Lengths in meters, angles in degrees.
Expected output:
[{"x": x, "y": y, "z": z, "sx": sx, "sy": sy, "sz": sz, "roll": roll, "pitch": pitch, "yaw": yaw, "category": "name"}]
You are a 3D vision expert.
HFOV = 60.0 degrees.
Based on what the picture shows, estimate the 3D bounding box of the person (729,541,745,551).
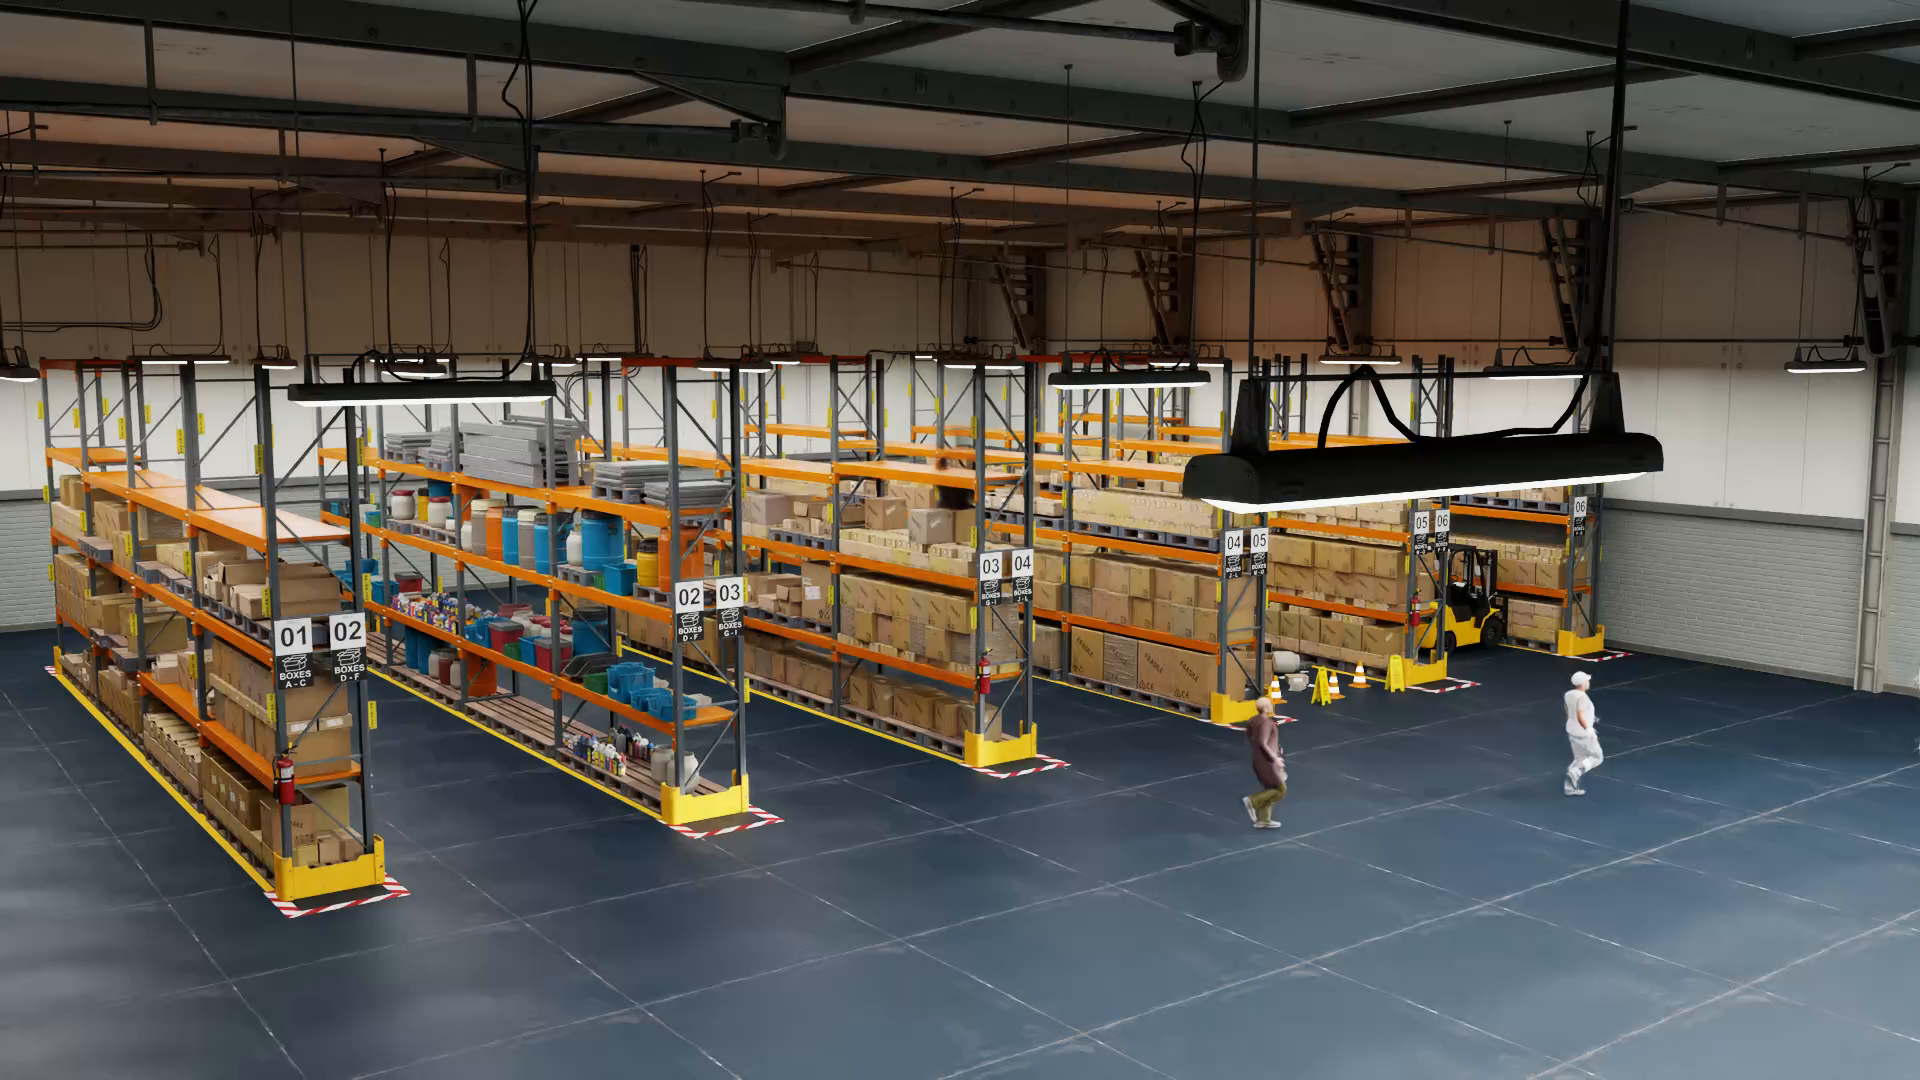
[{"x": -5.510, "y": 0.451, "z": 41.489, "sx": 0.939, "sy": 1.781, "sz": 0.754, "roll": -6, "pitch": 9, "yaw": -43, "category": "person"}]

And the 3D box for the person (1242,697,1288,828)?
[{"x": 3.939, "y": 2.894, "z": 21.571, "sx": 0.637, "sy": 1.733, "sz": 0.710, "roll": -1, "pitch": 7, "yaw": -10, "category": "person"}]

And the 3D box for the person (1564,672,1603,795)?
[{"x": 8.677, "y": 2.689, "z": 23.138, "sx": 0.581, "sy": 1.740, "sz": 0.652, "roll": -1, "pitch": 7, "yaw": -10, "category": "person"}]
